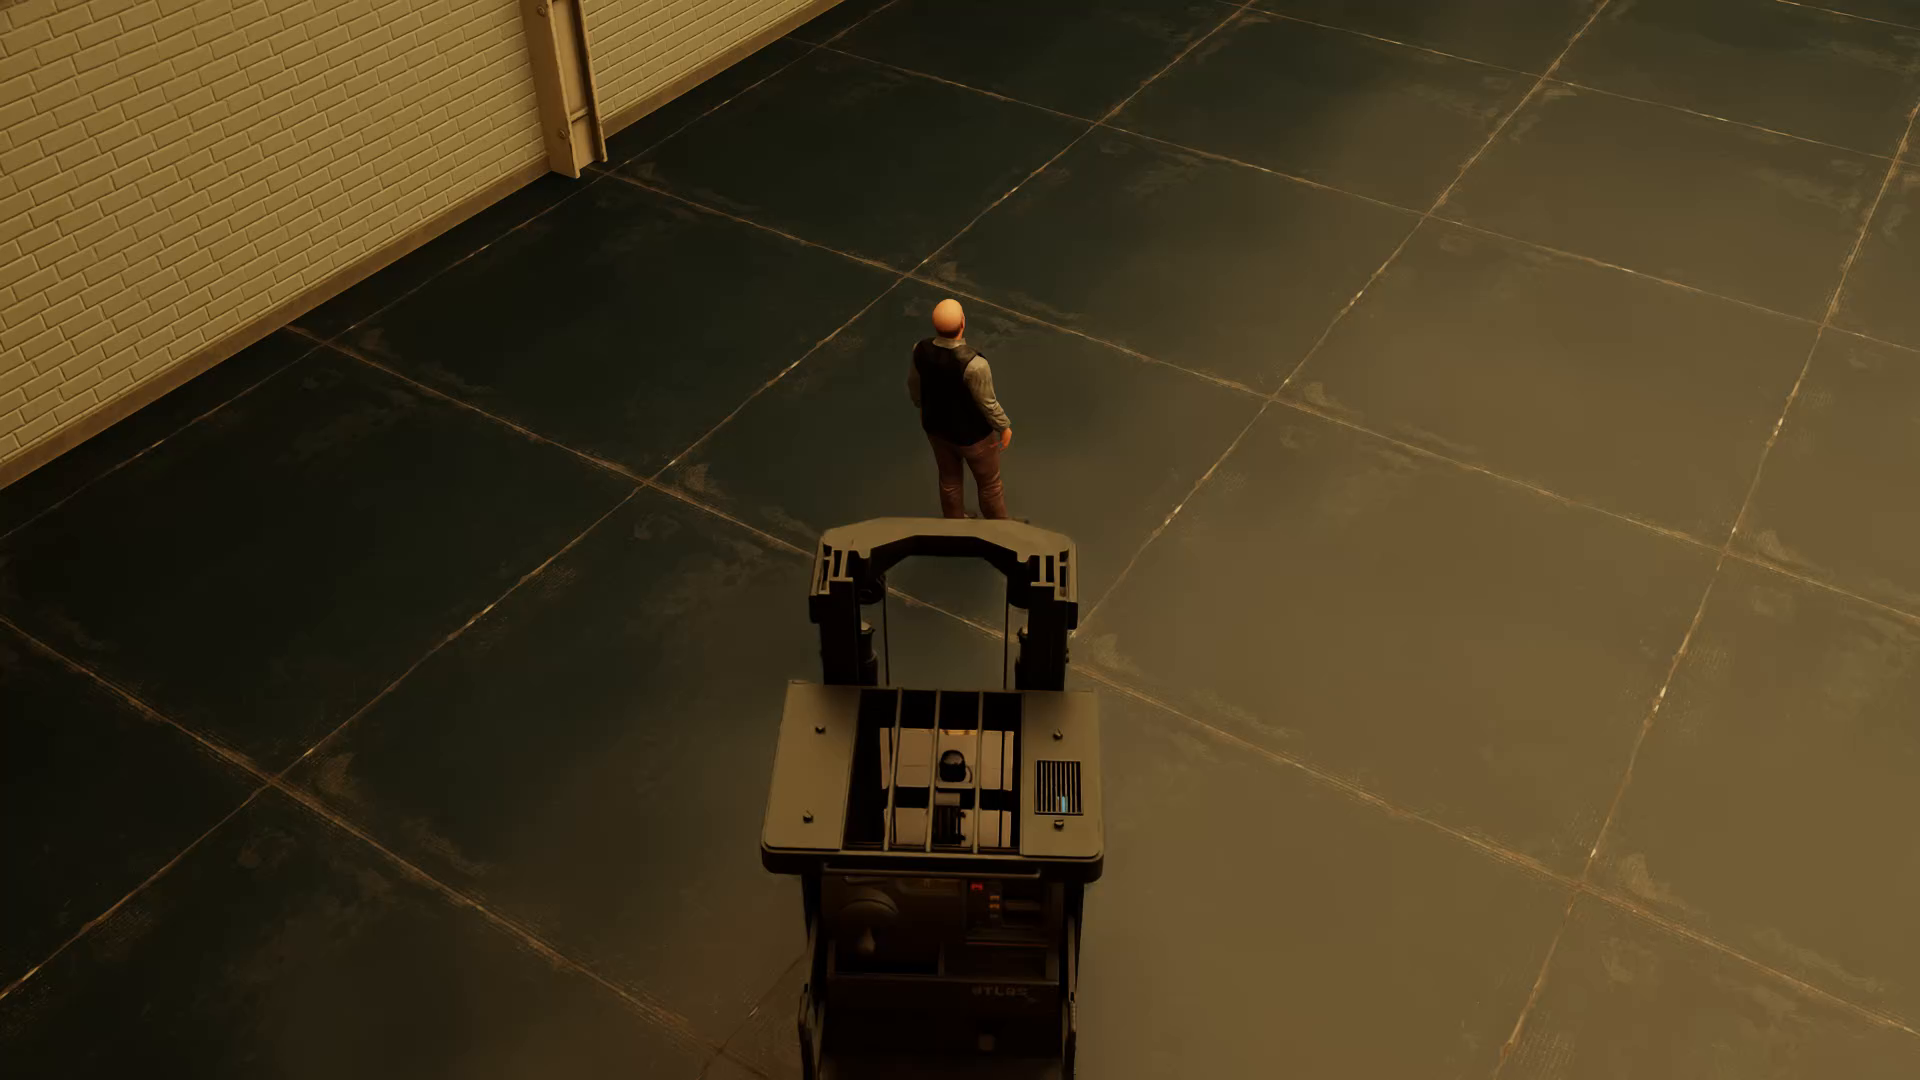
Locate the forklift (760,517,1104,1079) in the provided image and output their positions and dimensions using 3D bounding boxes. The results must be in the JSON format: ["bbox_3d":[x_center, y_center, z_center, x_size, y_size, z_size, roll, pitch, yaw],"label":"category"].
[{"bbox_3d":[-0.074,1.478,6.222,1.130,2.935,3.031,1,40,2],"label":"forklift"}]

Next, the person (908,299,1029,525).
[{"bbox_3d":[0.040,-0.694,9.710,0.634,1.722,0.566,22,45,24],"label":"person"}]
